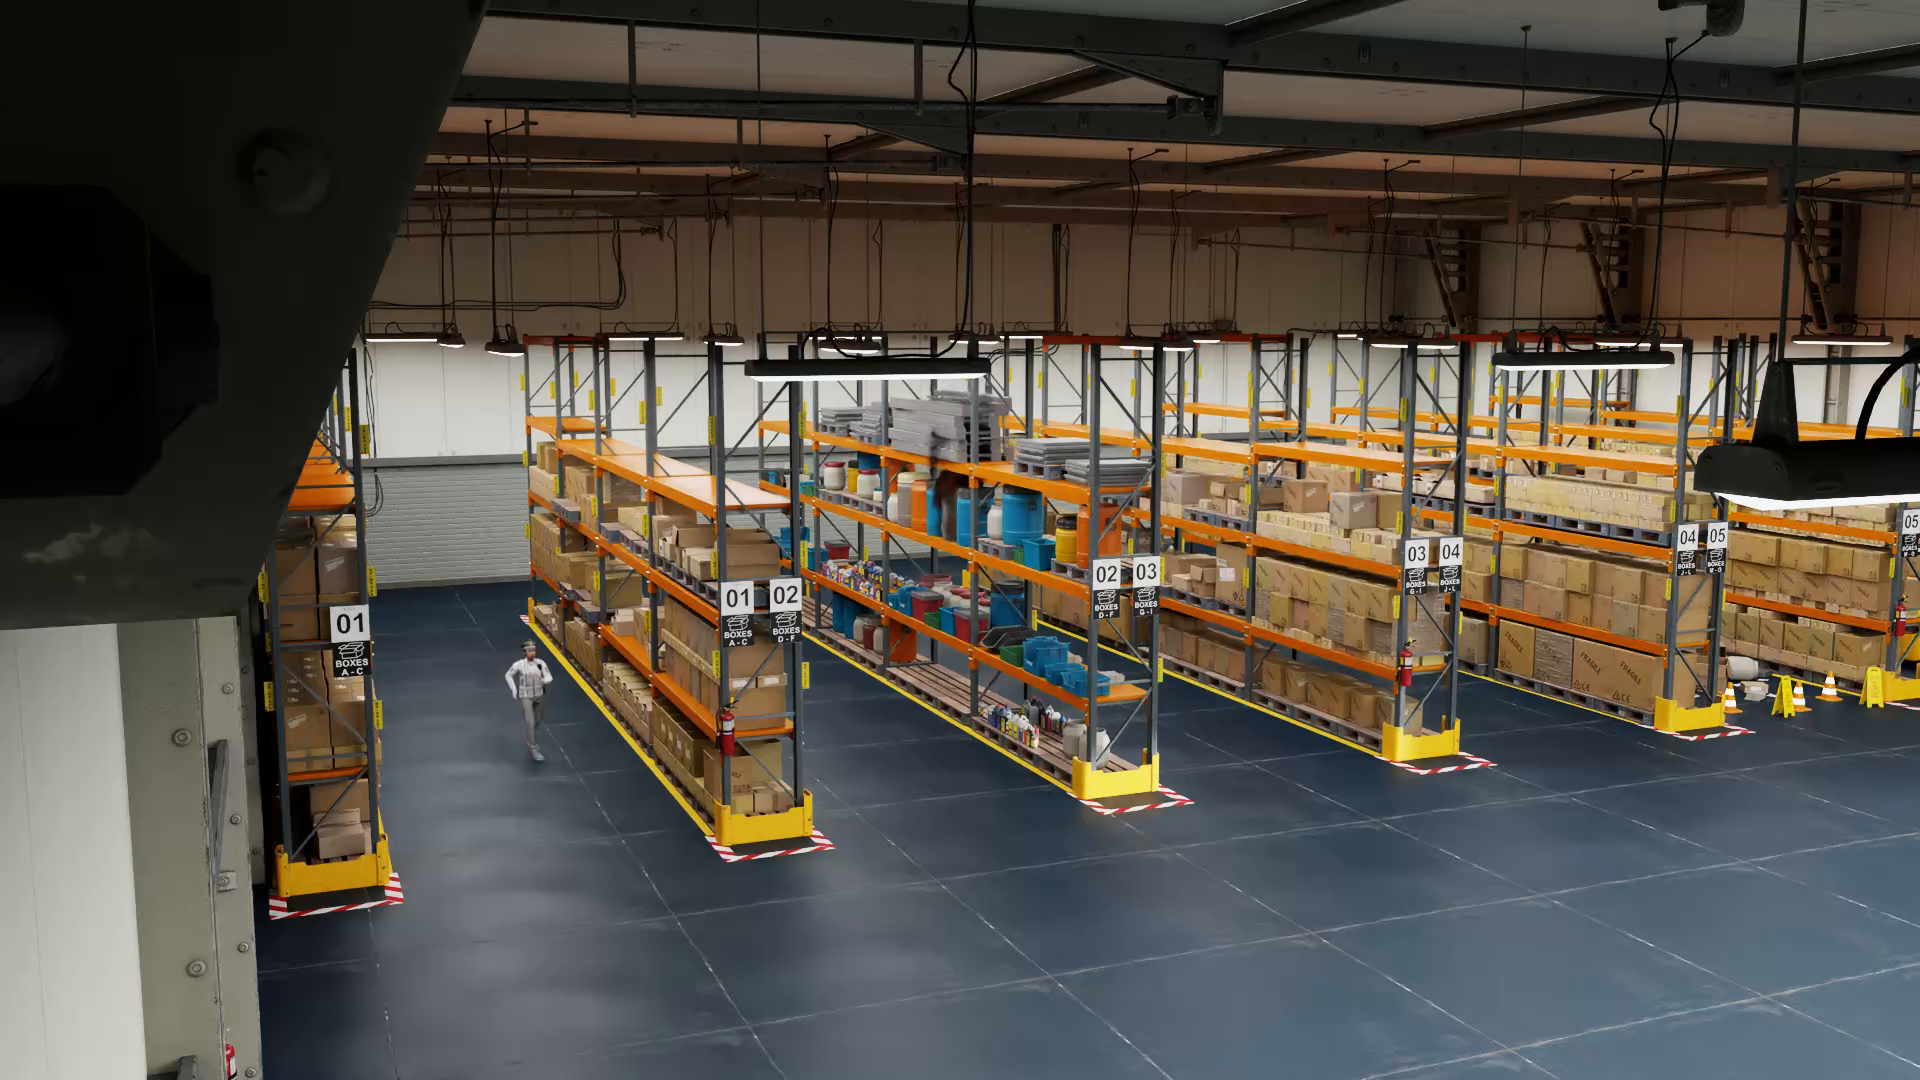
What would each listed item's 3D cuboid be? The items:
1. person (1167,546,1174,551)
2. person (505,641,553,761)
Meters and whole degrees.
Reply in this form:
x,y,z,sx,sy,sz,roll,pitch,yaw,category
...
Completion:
x,y,z,sx,sy,sz,roll,pitch,yaw,category
4.425,0.937,34.633,0.599,1.638,0.515,-4,9,-29,person
-6.200,2.280,24.065,0.611,1.682,0.914,-5,9,-34,person
